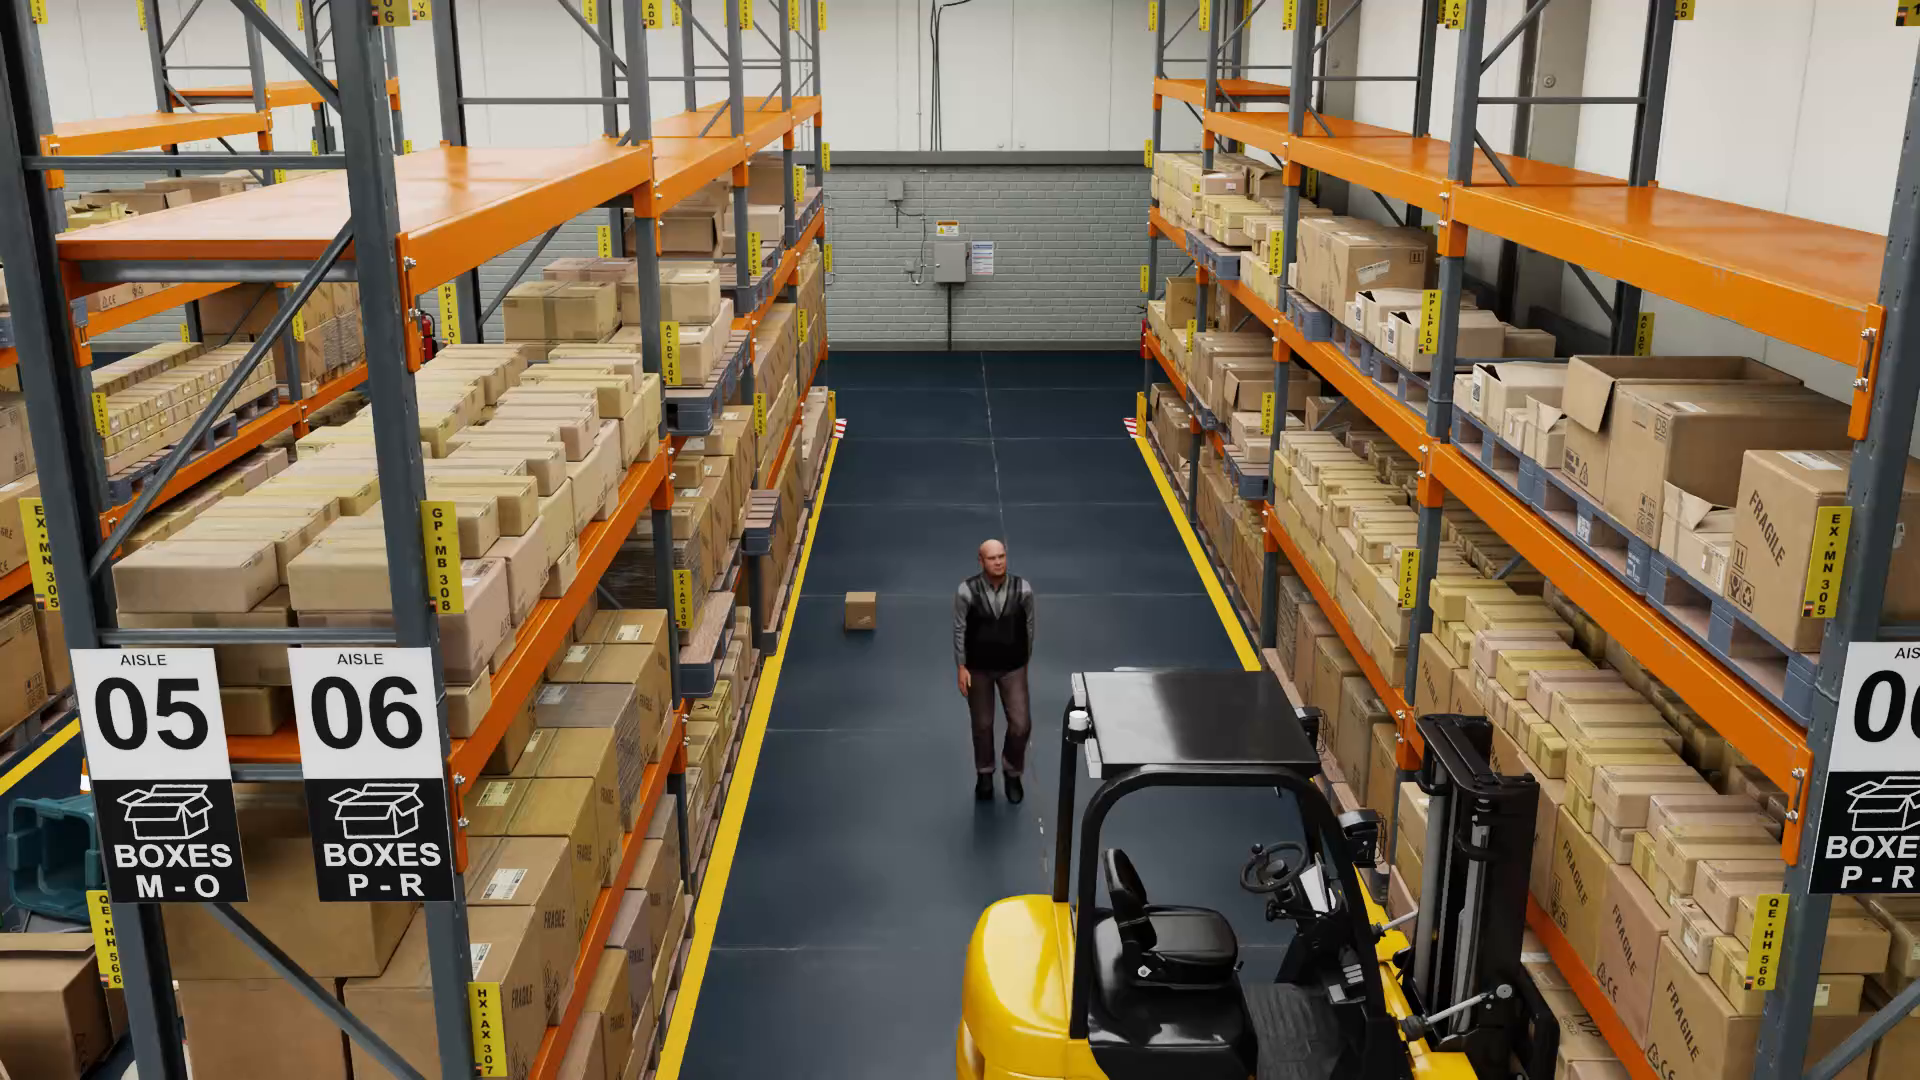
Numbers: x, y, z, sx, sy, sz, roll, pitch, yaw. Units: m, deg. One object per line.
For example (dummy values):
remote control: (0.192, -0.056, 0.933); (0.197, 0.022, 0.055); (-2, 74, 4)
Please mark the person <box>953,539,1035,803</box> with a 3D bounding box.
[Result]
person: (0.226, 0.867, 10.747); (0.536, 1.761, 0.482); (-1, 17, -3)
